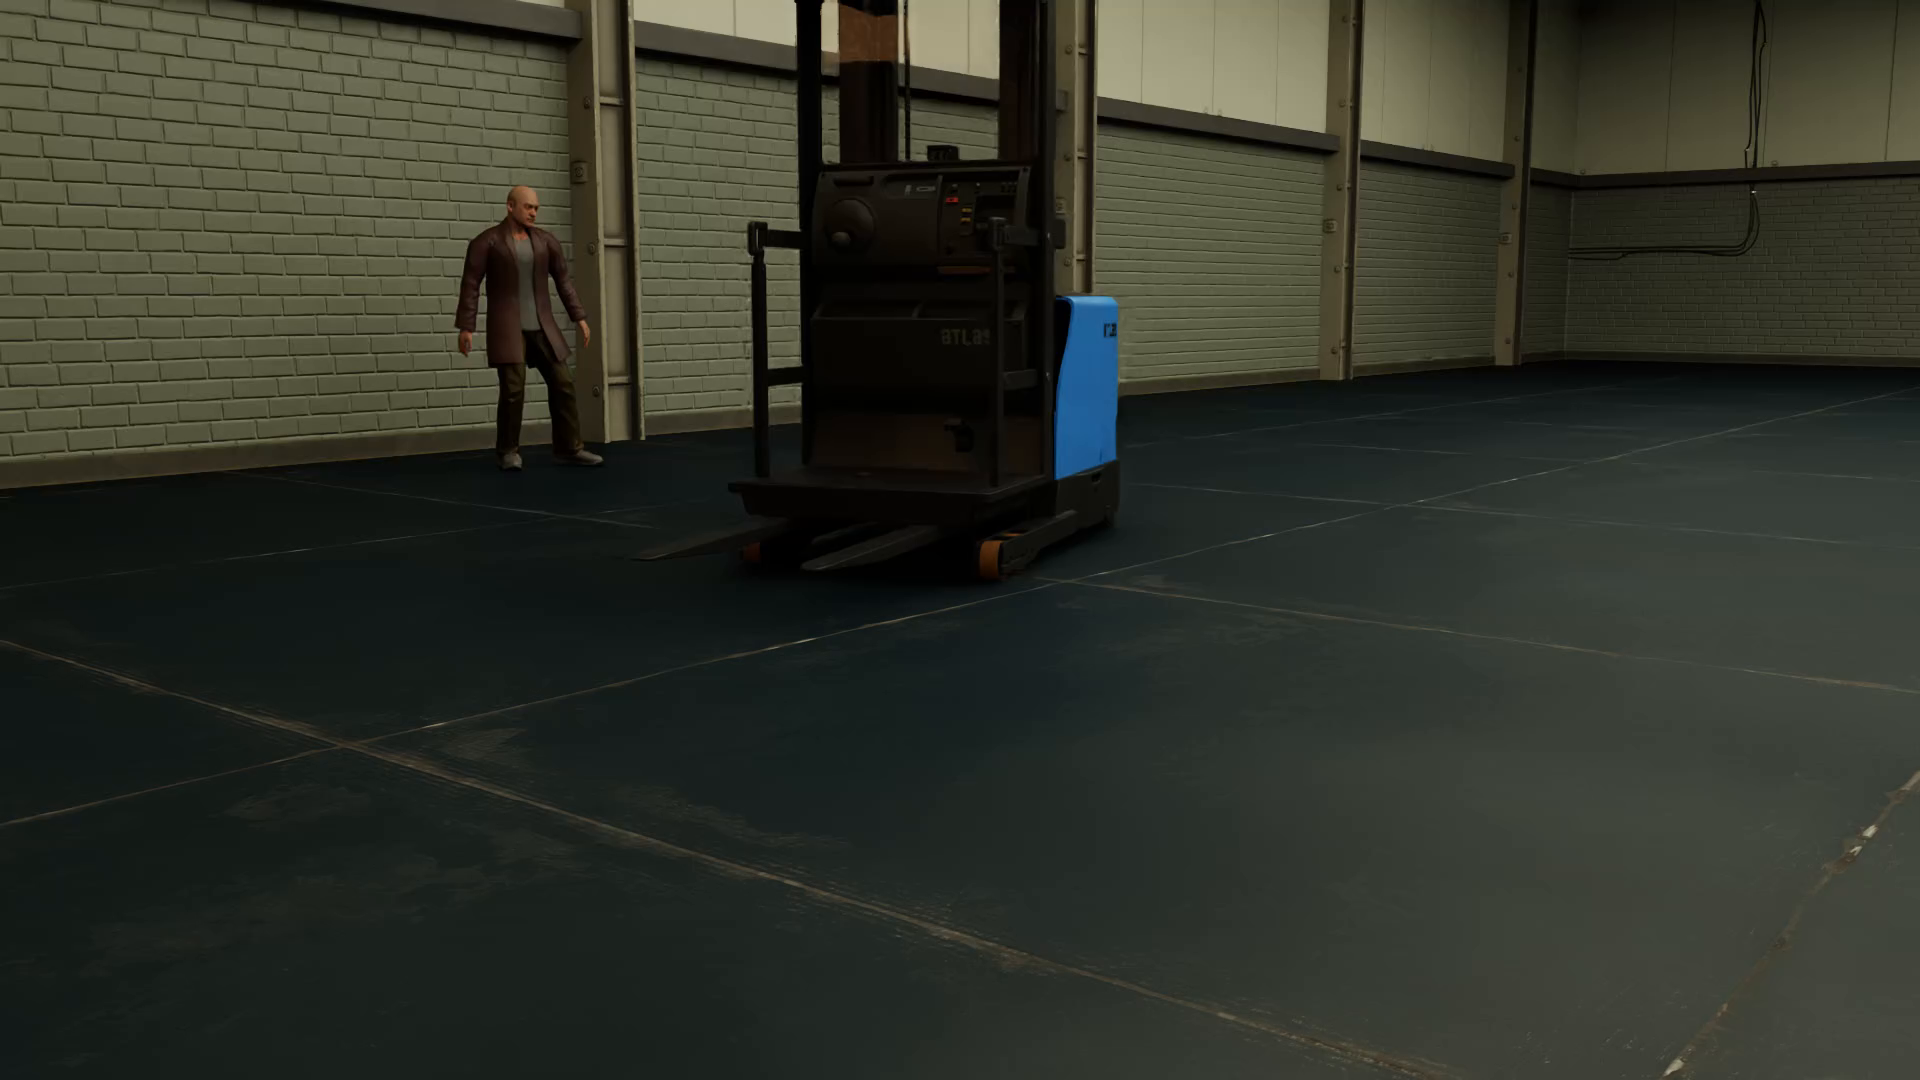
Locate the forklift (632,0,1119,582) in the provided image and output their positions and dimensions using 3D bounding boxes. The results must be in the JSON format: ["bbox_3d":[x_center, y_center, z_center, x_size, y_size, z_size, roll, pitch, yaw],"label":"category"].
[{"bbox_3d":[-0.236,-1.357,6.558,1.130,2.935,3.031,3,9,20],"label":"forklift"}]

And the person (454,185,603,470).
[{"bbox_3d":[-2.719,-1.322,10.397,0.838,1.751,0.436,-7,11,-39],"label":"person"}]
